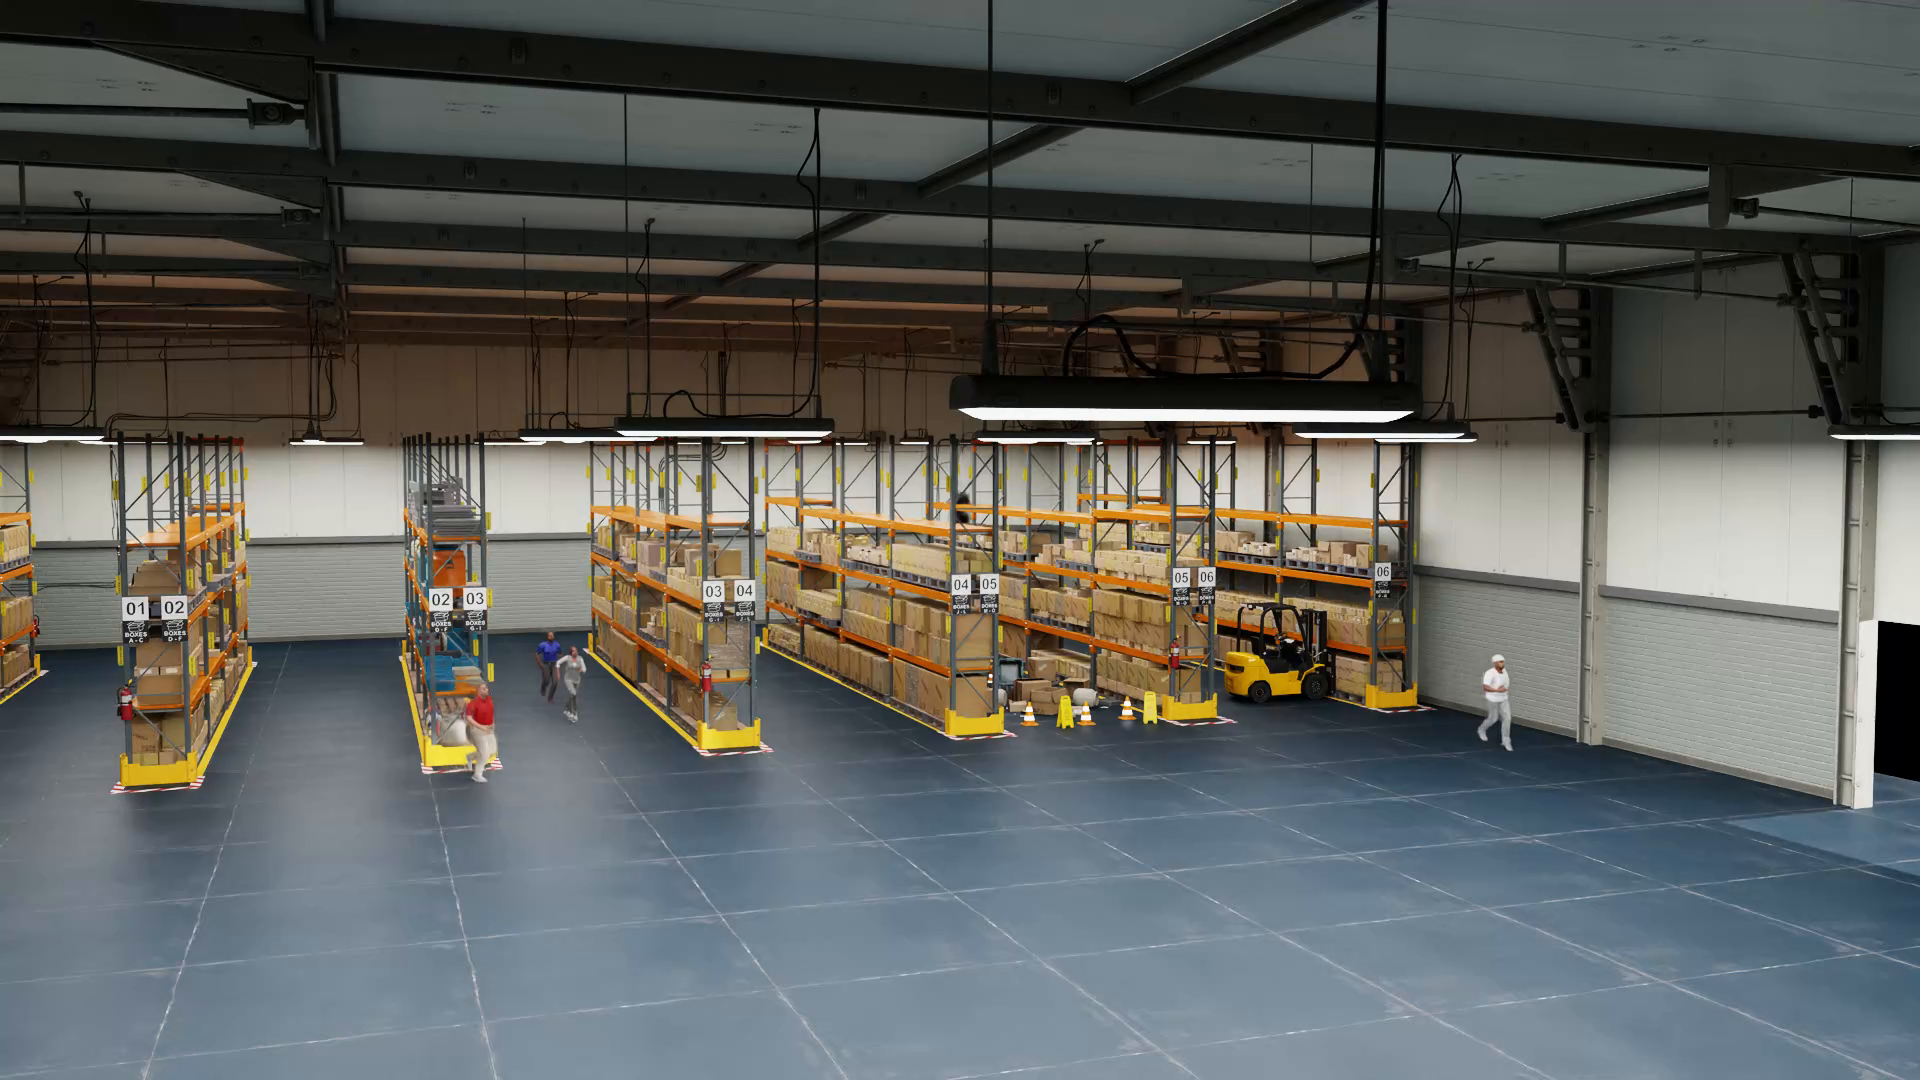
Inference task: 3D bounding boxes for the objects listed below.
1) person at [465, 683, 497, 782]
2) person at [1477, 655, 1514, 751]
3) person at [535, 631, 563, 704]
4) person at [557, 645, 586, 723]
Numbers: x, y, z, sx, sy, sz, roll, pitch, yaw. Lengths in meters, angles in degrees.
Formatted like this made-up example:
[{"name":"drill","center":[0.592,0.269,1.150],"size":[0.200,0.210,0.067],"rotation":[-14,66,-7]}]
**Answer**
[{"name":"person","center":[-8.259,3.306,28.644],"size":[0.651,1.708,0.680],"rotation":[1,3,22]},{"name":"person","center":[10.245,3.092,31.805],"size":[0.729,1.828,0.911],"rotation":[-2,4,-28]},{"name":"person","center":[-9.221,2.858,37.384],"size":[0.614,1.616,0.559],"rotation":[-2,4,-26]},{"name":"person","center":[-8.122,3.000,34.790],"size":[0.555,1.615,0.789],"rotation":[-2,4,-31]}]
